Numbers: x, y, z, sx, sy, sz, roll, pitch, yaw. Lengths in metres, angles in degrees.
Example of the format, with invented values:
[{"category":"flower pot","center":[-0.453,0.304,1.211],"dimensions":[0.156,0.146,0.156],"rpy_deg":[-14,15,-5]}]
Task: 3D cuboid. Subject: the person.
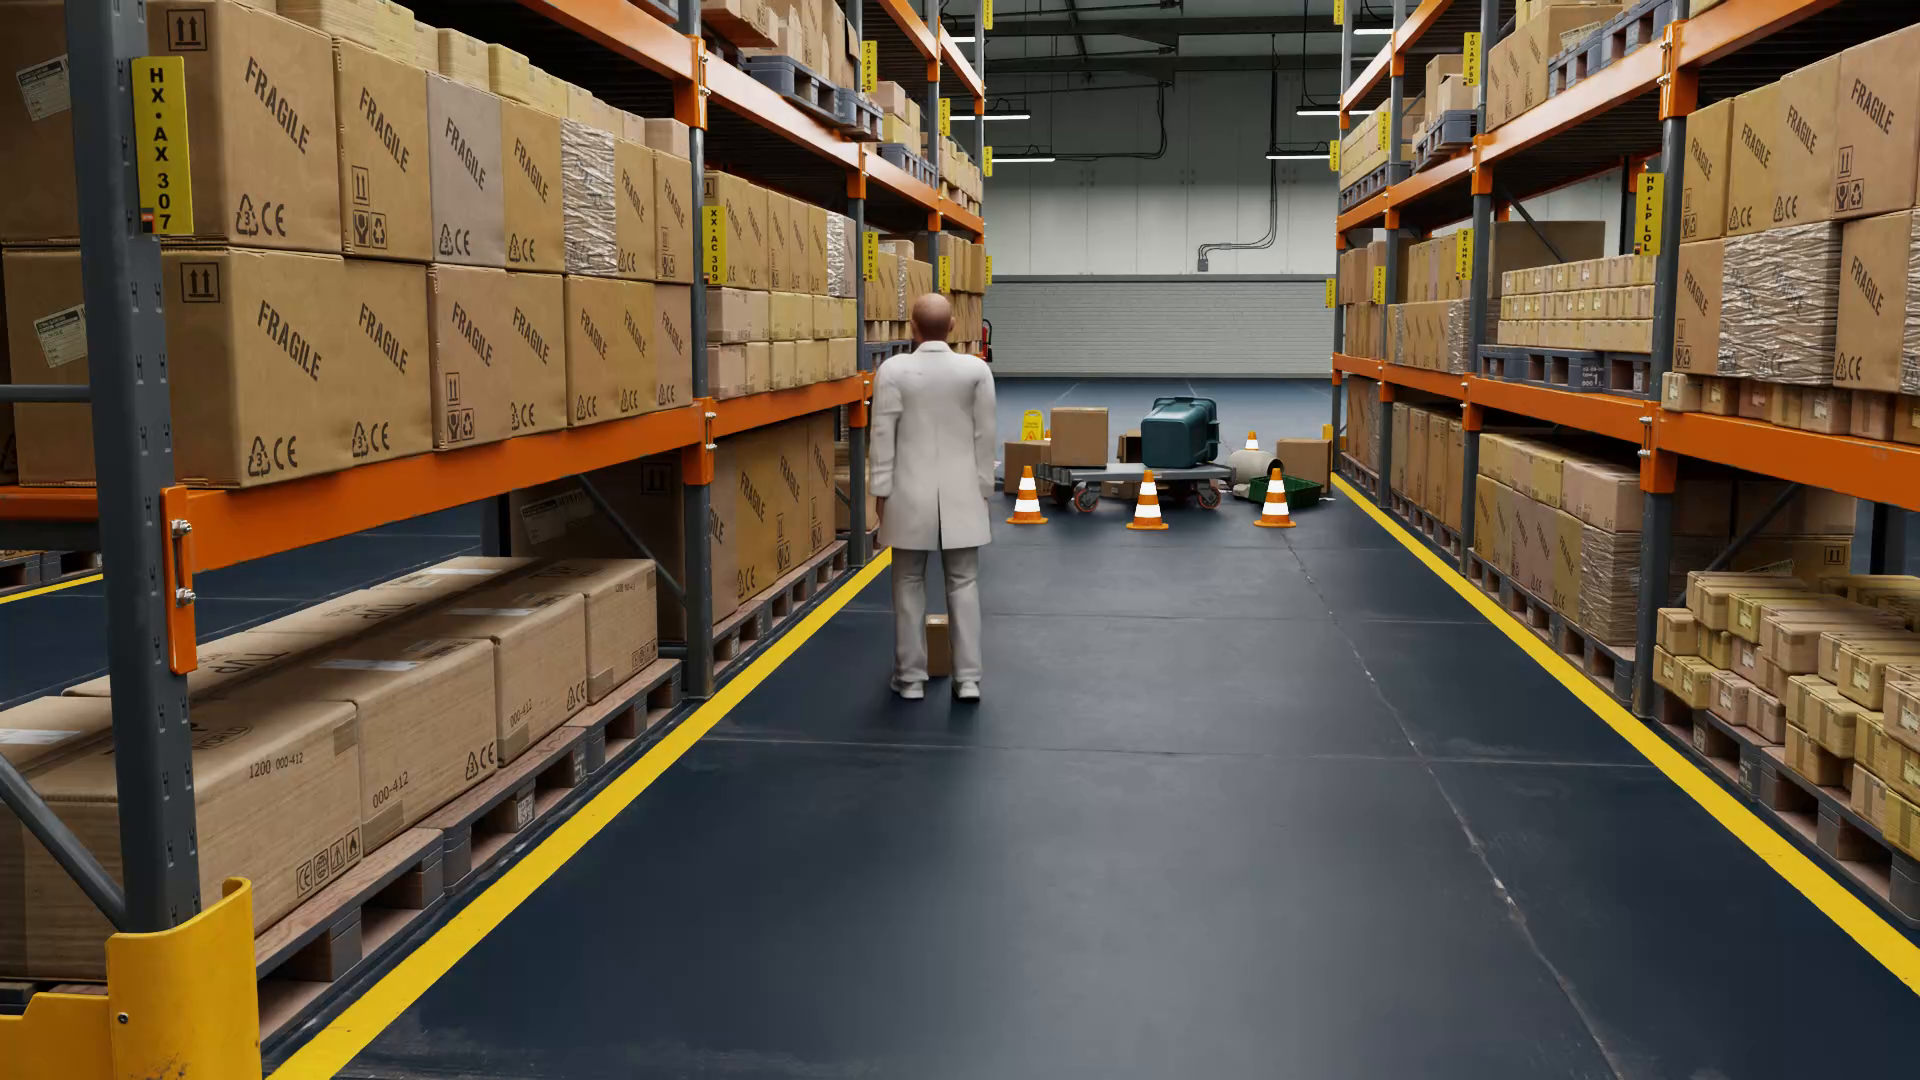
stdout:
[{"category":"person","center":[-0.124,-0.184,7.333],"dimensions":[0.556,1.790,0.412],"rpy_deg":[-1,7,-6]}]
